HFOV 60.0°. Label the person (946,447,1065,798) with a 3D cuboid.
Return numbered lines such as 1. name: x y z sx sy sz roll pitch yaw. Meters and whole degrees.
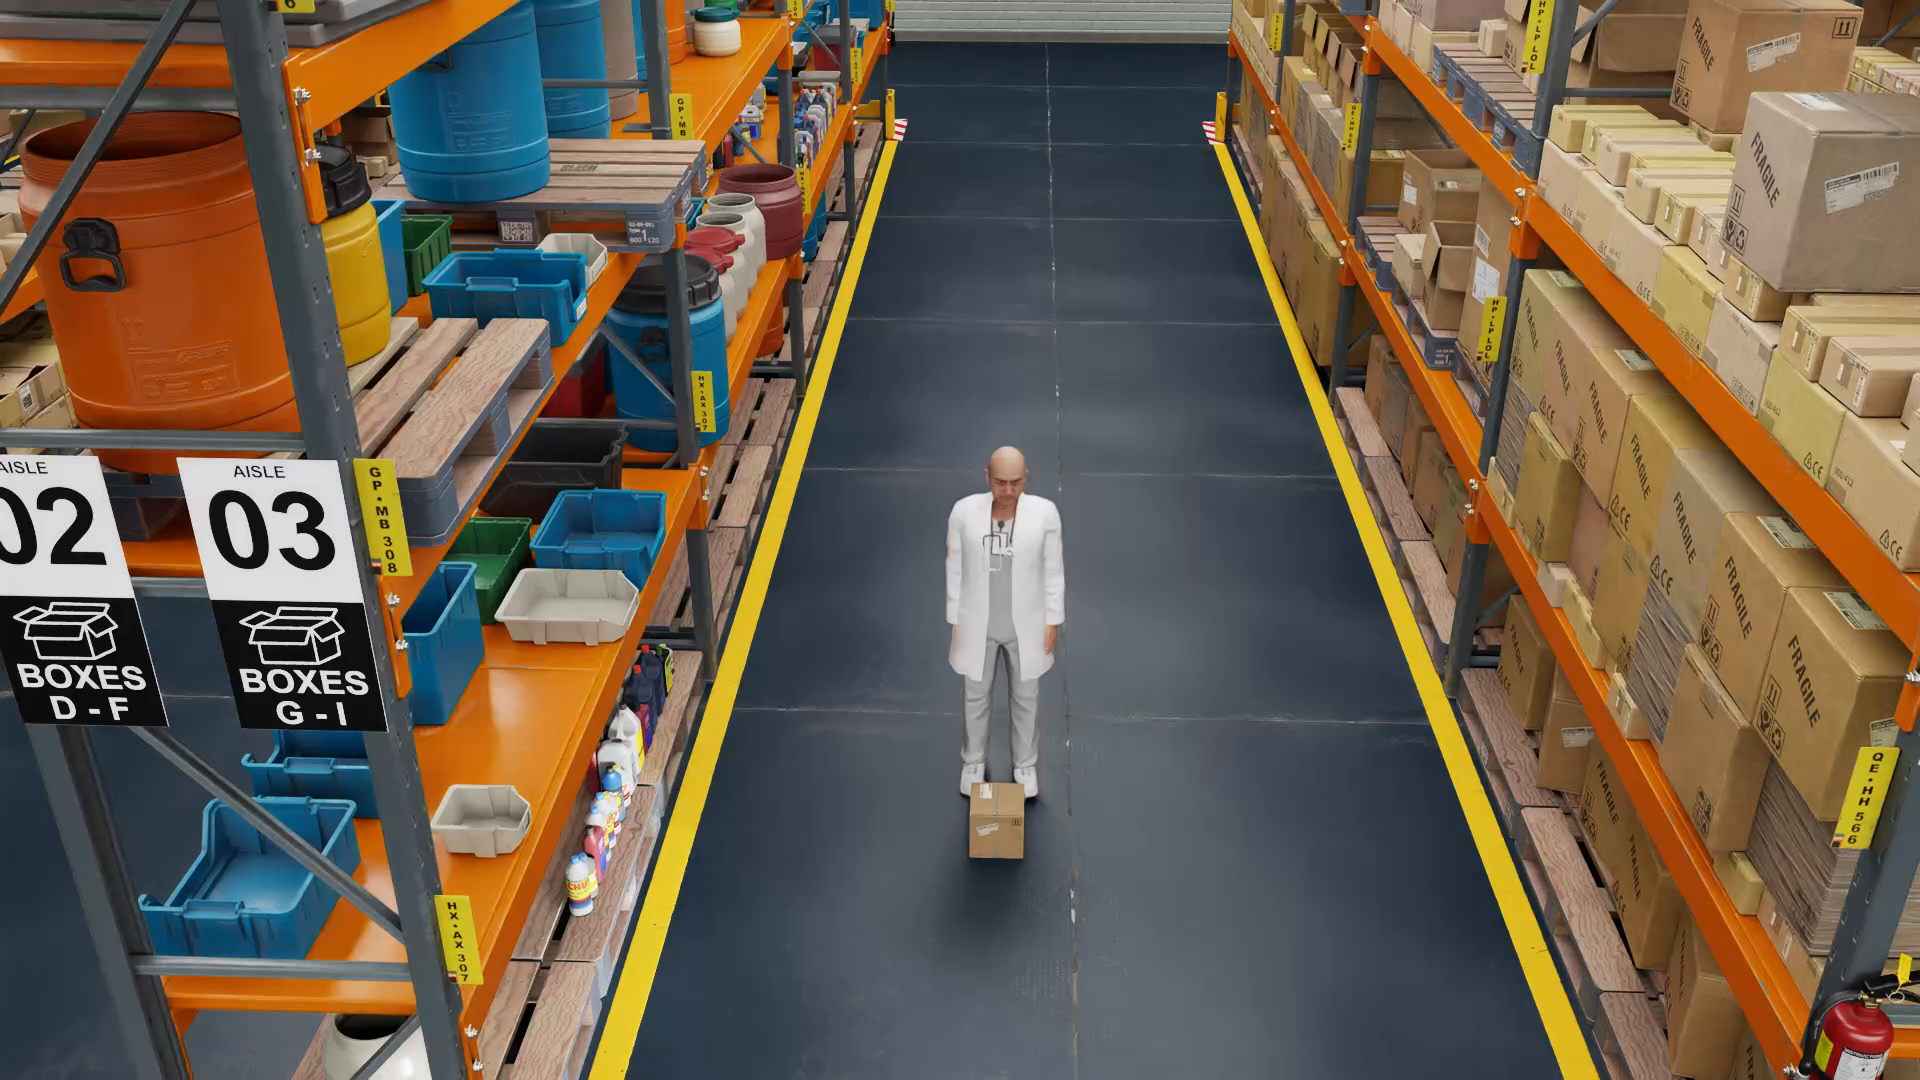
1. person: 0.211 0.402 7.868 0.564 1.780 0.377 2 28 3
